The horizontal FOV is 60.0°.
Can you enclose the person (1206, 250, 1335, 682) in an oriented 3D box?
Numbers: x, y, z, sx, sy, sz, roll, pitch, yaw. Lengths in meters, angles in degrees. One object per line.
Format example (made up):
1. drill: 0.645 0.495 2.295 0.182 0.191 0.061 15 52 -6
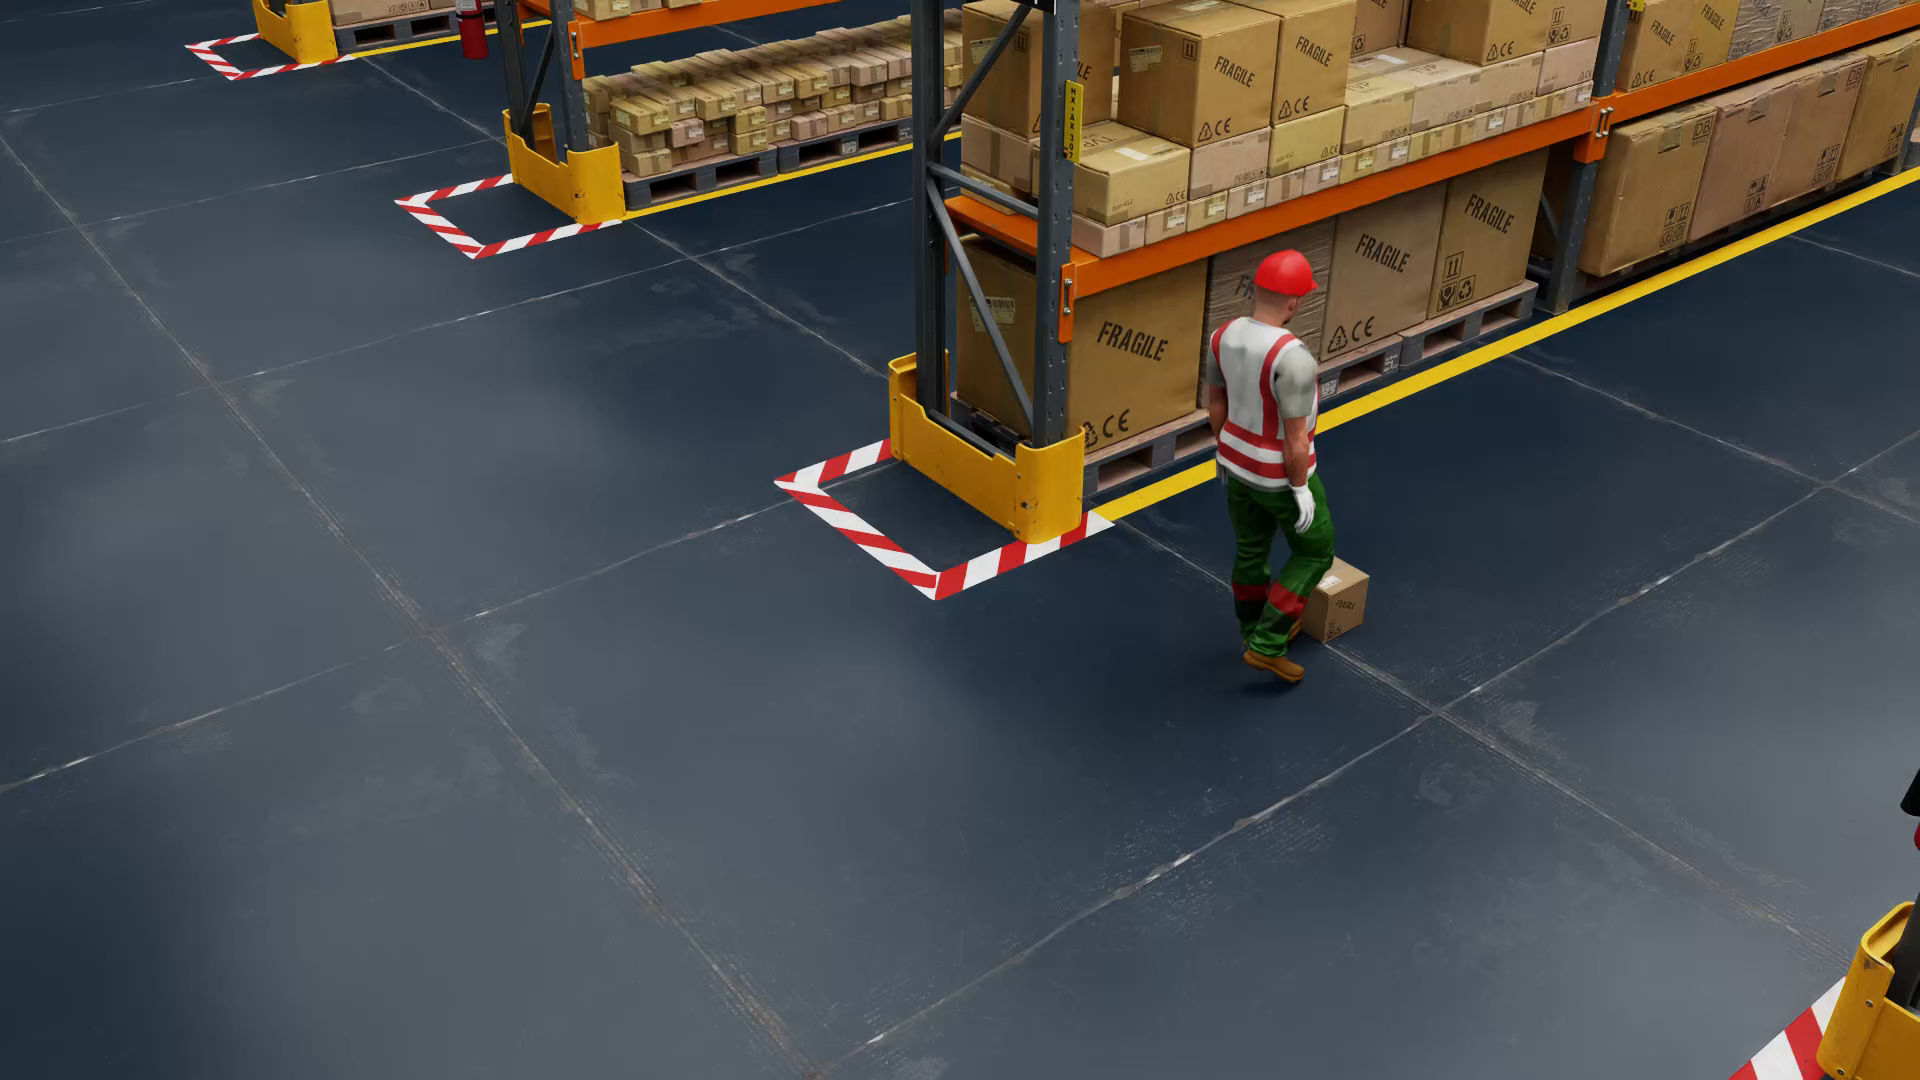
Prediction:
1. person: 1.266 -0.293 6.546 0.495 1.785 0.581 -19 37 -28
